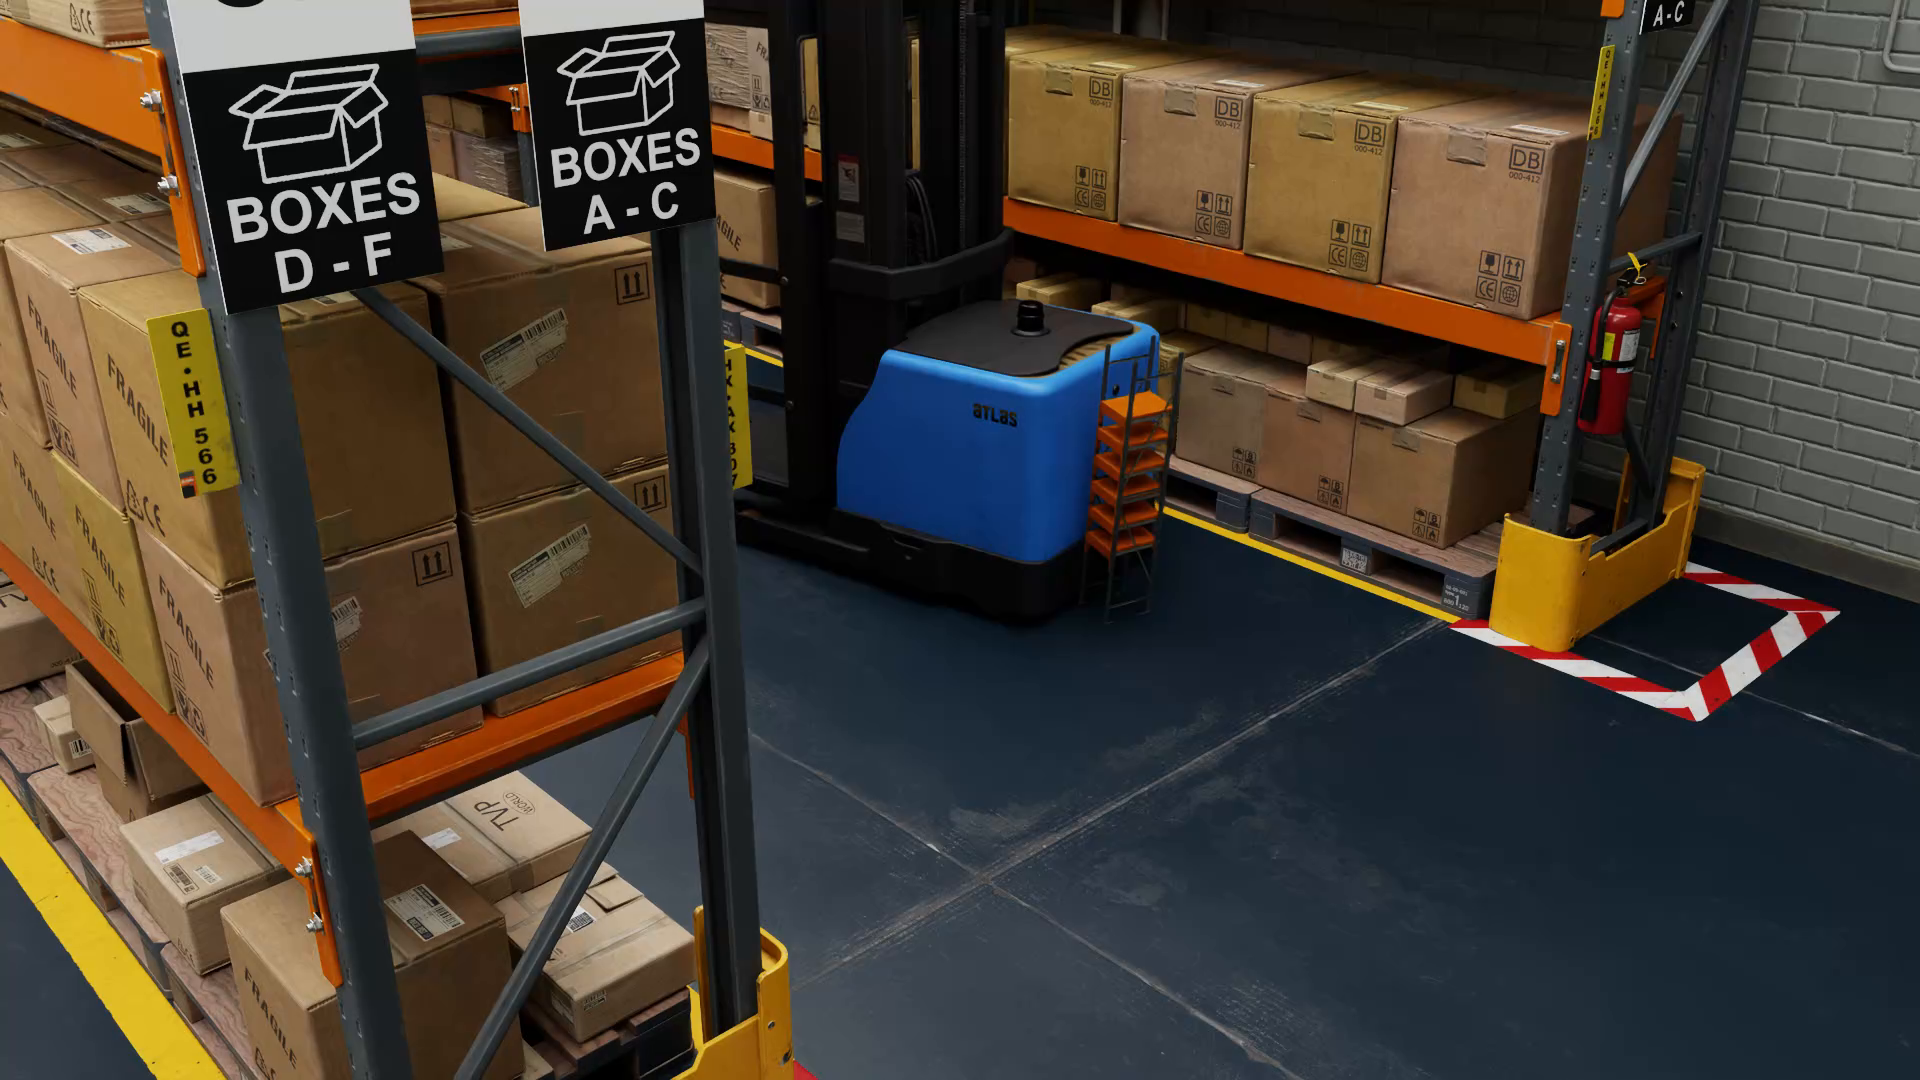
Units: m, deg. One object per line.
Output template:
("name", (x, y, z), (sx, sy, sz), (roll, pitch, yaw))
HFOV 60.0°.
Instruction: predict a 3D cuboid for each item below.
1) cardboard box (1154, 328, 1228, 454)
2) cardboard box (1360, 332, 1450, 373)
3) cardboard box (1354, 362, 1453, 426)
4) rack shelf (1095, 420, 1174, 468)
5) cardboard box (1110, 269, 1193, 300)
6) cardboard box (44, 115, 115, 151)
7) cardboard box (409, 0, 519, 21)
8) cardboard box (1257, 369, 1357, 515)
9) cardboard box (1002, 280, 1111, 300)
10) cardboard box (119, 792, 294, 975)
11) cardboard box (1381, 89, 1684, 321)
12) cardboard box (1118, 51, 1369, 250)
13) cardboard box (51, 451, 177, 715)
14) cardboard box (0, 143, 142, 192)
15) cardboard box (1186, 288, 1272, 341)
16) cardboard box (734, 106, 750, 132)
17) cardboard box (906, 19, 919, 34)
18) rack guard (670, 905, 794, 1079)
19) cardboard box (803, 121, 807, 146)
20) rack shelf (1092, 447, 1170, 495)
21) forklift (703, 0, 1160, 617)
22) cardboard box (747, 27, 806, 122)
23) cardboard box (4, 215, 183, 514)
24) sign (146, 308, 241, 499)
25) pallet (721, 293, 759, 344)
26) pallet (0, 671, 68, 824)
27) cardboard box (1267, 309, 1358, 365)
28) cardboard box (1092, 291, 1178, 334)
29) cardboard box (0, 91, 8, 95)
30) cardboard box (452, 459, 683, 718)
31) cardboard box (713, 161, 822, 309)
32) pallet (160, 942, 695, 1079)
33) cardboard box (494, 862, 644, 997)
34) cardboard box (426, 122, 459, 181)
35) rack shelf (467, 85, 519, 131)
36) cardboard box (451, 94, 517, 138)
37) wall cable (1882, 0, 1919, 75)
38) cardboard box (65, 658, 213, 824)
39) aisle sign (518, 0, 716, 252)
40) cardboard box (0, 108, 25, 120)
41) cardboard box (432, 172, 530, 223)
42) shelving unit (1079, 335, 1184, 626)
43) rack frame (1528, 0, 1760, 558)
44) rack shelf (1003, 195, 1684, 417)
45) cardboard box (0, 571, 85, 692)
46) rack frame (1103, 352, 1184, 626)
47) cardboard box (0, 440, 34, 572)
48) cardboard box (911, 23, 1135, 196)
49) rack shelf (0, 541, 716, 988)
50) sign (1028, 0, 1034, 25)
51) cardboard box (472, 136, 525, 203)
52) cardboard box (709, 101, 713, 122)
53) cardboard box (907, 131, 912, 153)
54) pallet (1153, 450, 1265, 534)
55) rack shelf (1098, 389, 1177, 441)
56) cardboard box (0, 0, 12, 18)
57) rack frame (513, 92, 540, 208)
("cardboard box", (1.103, -0.821, 8.442), (0.700, 0.500, 0.500), (-20, 31, -37))
("cardboard box", (2.044, -0.825, 7.670), (0.380, 0.149, 0.250), (-21, 32, -38))
("cardboard box", (1.938, -0.641, 7.264), (0.380, 0.149, 0.250), (-22, 32, -39))
("rack shelf", (0.700, -0.397, 6.688), (0.258, 0.103, 0.180), (-14, 34, -27))
("cardboard box", (1.001, -1.287, 8.682), (0.380, 0.149, 0.250), (-23, 33, -40))
("cardboard box", (-2.406, -1.040, 5.090), (0.500, 0.500, 0.500), (-21, 32, -38))
("cardboard box", (-1.068, -1.239, 3.418), (0.500, 0.250, 0.500), (-21, 32, -38))
("cardboard box", (1.817, -0.510, 7.759), (0.700, 0.500, 0.500), (-21, 32, -39))
("cardboard box", (0.413, -1.131, 9.120), (0.700, 0.500, 0.500), (-21, 32, -38))
("cardboard box", (-2.082, 0.945, 4.847), (0.500, 0.250, 0.500), (-21, 32, -38))
("cardboard box", (2.355, -1.409, 6.863), (0.980, 0.700, 0.700), (-20, 31, -36))
("cardboard box", (1.335, -1.860, 7.851), (0.700, 0.700, 0.980), (22, 32, 39))
("cardboard box", (-1.765, 0.026, 3.960), (0.500, 0.500, 0.500), (-21, 32, -38))
("cardboard box", (-2.463, -0.736, 4.424), (0.500, 0.500, 0.500), (-20, 31, -37))
("cardboard box", (1.350, -1.133, 8.343), (0.380, 0.149, 0.250), (-22, 32, -39))
("cardboard box", (-1.137, -2.567, 10.041), (0.380, 0.149, 0.250), (-21, 32, -38))
("cardboard box", (-0.529, -2.933, 9.158), (0.500, 0.250, 0.500), (-20, 31, -37))
("rack guard", (-0.955, 1.400, 4.079), (1.175, 0.500, 0.348), (-21, 32, -38))
("cardboard box", (-0.795, -2.411, 9.699), (0.380, 0.149, 0.250), (-20, 31, -37))
("rack shelf", (0.693, -0.293, 6.748), (0.258, 0.103, 0.180), (-14, 34, -27))
("forklift", (-0.619, -1.474, 7.451), (3.031, 2.935, 1.130), (16, 29, 31))
("cardboard box", (-0.879, -2.743, 9.645), (0.500, 0.500, 0.500), (-21, 32, -38))
("cardboard box", (-1.754, -0.424, 3.741), (0.500, 0.500, 0.500), (-20, 31, -37))
("sign", (-1.322, -0.234, 2.872), (0.100, 0.325, 0.005), (-21, 32, -38))
("pallet", (-1.444, -1.646, 11.104), (1.003, 0.211, 1.213), (-21, 32, -38))
("pallet", (-3.168, 0.551, 6.288), (1.003, 0.211, 1.213), (-21, 32, -38))
("cardboard box", (1.698, -0.978, 8.005), (0.380, 0.149, 0.250), (-21, 32, -38))
("cardboard box", (0.871, -1.112, 8.298), (0.380, 0.149, 0.250), (-22, 33, -40))
("cardboard box", (-3.102, -1.347, 5.763), (0.500, 0.500, 0.500), (-21, 32, -38))
("cardboard box", (-1.014, 0.031, 3.948), (0.500, 0.500, 0.500), (-20, 32, -37))
("cardboard box", (-1.172, -1.974, 10.547), (0.750, 0.750, 0.750), (-20, 31, -37))
("pallet", (-1.500, 1.290, 4.668), (1.003, 0.211, 1.213), (-21, 32, -38))
("cardboard box", (-1.109, 1.074, 4.664), (0.380, 0.166, 0.250), (-21, 32, -38))
("cardboard box", (-3.915, -3.142, 13.506), (0.700, 0.500, 0.500), (-21, 32, -39))
("rack shelf", (-4.124, -3.823, 13.383), (1.077, 0.370, 4.000), (-21, 32, -38))
("cardboard box", (-3.631, -3.342, 13.041), (0.500, 0.250, 0.500), (-20, 32, -38))
("wall cable", (4.276, -1.463, 6.120), (0.084, 1.984, 1.851), (-21, 32, -38))
("cardboard box", (-2.349, 0.577, 5.349), (0.797, 0.503, 0.637), (-21, 32, -38))
("aisle sign", (-0.642, -0.960, 3.108), (0.394, 0.787, 0.004), (-21, 32, -38))
("cardboard box", (-3.167, -1.048, 5.108), (0.500, 0.500, 0.500), (-22, 33, -40))
("cardboard box", (-1.377, -0.580, 4.083), (0.500, 0.500, 0.500), (-21, 32, -38))
("shelving unit", (0.689, -0.227, 6.786), (0.258, 1.200, 0.189), (-14, 34, -27))
("rack frame", (2.710, -1.121, 6.593), (1.000, 3.000, 0.127), (-21, 32, -38))
("rack shelf", (1.343, -1.399, 8.070), (1.077, 0.370, 4.000), (-21, 32, -38))
("cardboard box", (-3.508, 0.285, 6.220), (0.500, 0.311, 0.500), (-21, 32, -38))
("rack frame", (0.735, -0.186, 6.718), (0.240, 1.200, 0.006), (-14, 34, -27))
("cardboard box", (-2.446, -0.280, 4.629), (0.500, 0.500, 0.500), (-22, 32, -39))
("cardboard box", (0.335, -2.300, 8.816), (0.980, 0.700, 0.700), (-21, 32, -38))
("rack shelf", (-2.270, 0.007, 4.987), (1.077, 0.370, 4.000), (-21, 32, -38))
("sign", (0.381, -2.920, 9.399), (0.100, 0.325, 0.005), (-21, 32, -38))
("cardboard box", (-3.288, -2.811, 12.779), (0.700, 0.500, 0.500), (-21, 32, -38))
("cardboard box", (-1.471, -2.731, 10.400), (0.380, 0.149, 0.250), (-20, 31, -37))
("cardboard box", (-0.461, -2.250, 9.346), (0.380, 0.149, 0.250), (-21, 32, -38))
("pallet", (1.277, -0.442, 8.464), (1.003, 0.211, 1.213), (-21, 32, -38))
("rack shelf", (0.706, -0.501, 6.629), (0.258, 0.103, 0.180), (-14, 34, -27))
("cardboard box", (-1.780, -1.246, 3.434), (0.500, 0.250, 0.500), (-21, 32, -38))
("rack frame", (-2.757, -3.544, 11.906), (1.000, 3.000, 0.127), (-21, 32, -38))
